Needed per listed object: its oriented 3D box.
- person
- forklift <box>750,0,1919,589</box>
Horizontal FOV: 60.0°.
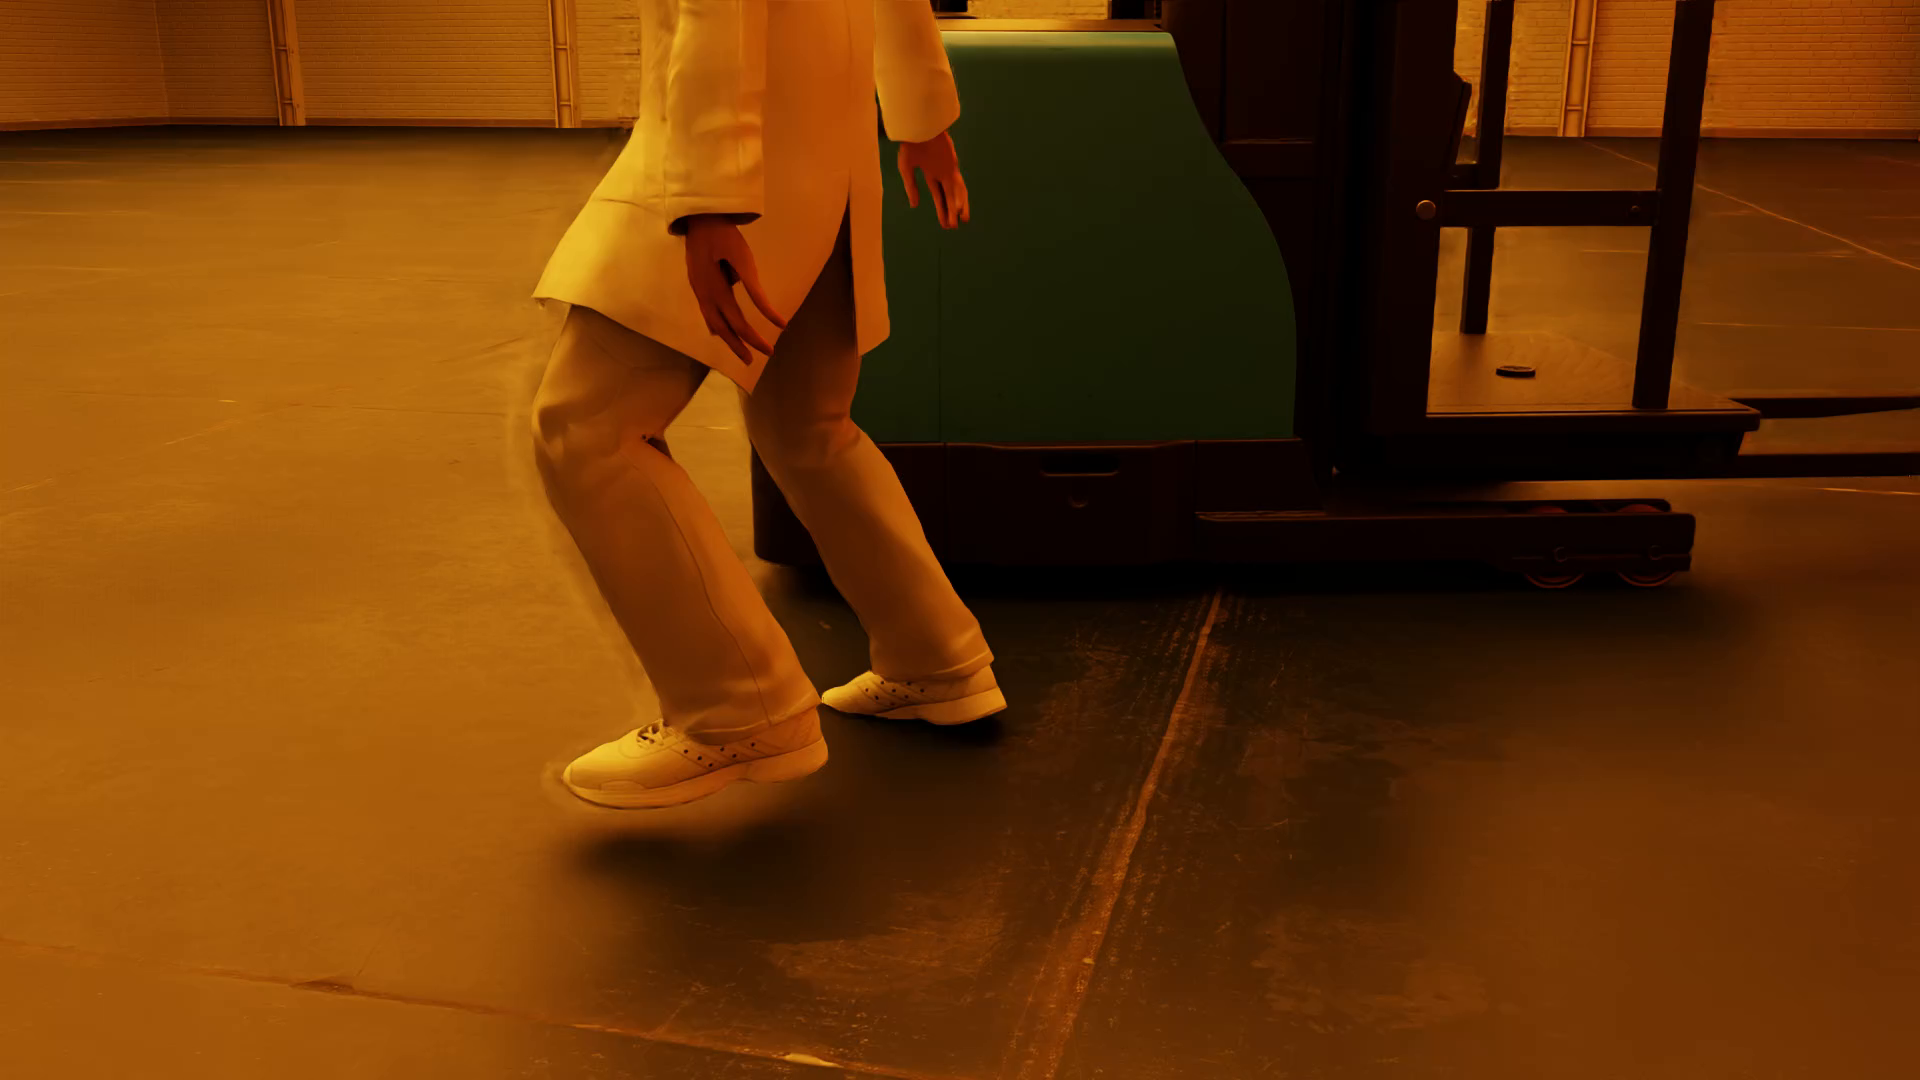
[{"bbox_3d":[-0.236,-0.493,2.388,0.568,1.759,0.906,6,17,21],"label":"person"},{"bbox_3d":[1.075,-1.455,3.459,3.031,2.935,1.130,-1,16,-3],"label":"forklift"}]
